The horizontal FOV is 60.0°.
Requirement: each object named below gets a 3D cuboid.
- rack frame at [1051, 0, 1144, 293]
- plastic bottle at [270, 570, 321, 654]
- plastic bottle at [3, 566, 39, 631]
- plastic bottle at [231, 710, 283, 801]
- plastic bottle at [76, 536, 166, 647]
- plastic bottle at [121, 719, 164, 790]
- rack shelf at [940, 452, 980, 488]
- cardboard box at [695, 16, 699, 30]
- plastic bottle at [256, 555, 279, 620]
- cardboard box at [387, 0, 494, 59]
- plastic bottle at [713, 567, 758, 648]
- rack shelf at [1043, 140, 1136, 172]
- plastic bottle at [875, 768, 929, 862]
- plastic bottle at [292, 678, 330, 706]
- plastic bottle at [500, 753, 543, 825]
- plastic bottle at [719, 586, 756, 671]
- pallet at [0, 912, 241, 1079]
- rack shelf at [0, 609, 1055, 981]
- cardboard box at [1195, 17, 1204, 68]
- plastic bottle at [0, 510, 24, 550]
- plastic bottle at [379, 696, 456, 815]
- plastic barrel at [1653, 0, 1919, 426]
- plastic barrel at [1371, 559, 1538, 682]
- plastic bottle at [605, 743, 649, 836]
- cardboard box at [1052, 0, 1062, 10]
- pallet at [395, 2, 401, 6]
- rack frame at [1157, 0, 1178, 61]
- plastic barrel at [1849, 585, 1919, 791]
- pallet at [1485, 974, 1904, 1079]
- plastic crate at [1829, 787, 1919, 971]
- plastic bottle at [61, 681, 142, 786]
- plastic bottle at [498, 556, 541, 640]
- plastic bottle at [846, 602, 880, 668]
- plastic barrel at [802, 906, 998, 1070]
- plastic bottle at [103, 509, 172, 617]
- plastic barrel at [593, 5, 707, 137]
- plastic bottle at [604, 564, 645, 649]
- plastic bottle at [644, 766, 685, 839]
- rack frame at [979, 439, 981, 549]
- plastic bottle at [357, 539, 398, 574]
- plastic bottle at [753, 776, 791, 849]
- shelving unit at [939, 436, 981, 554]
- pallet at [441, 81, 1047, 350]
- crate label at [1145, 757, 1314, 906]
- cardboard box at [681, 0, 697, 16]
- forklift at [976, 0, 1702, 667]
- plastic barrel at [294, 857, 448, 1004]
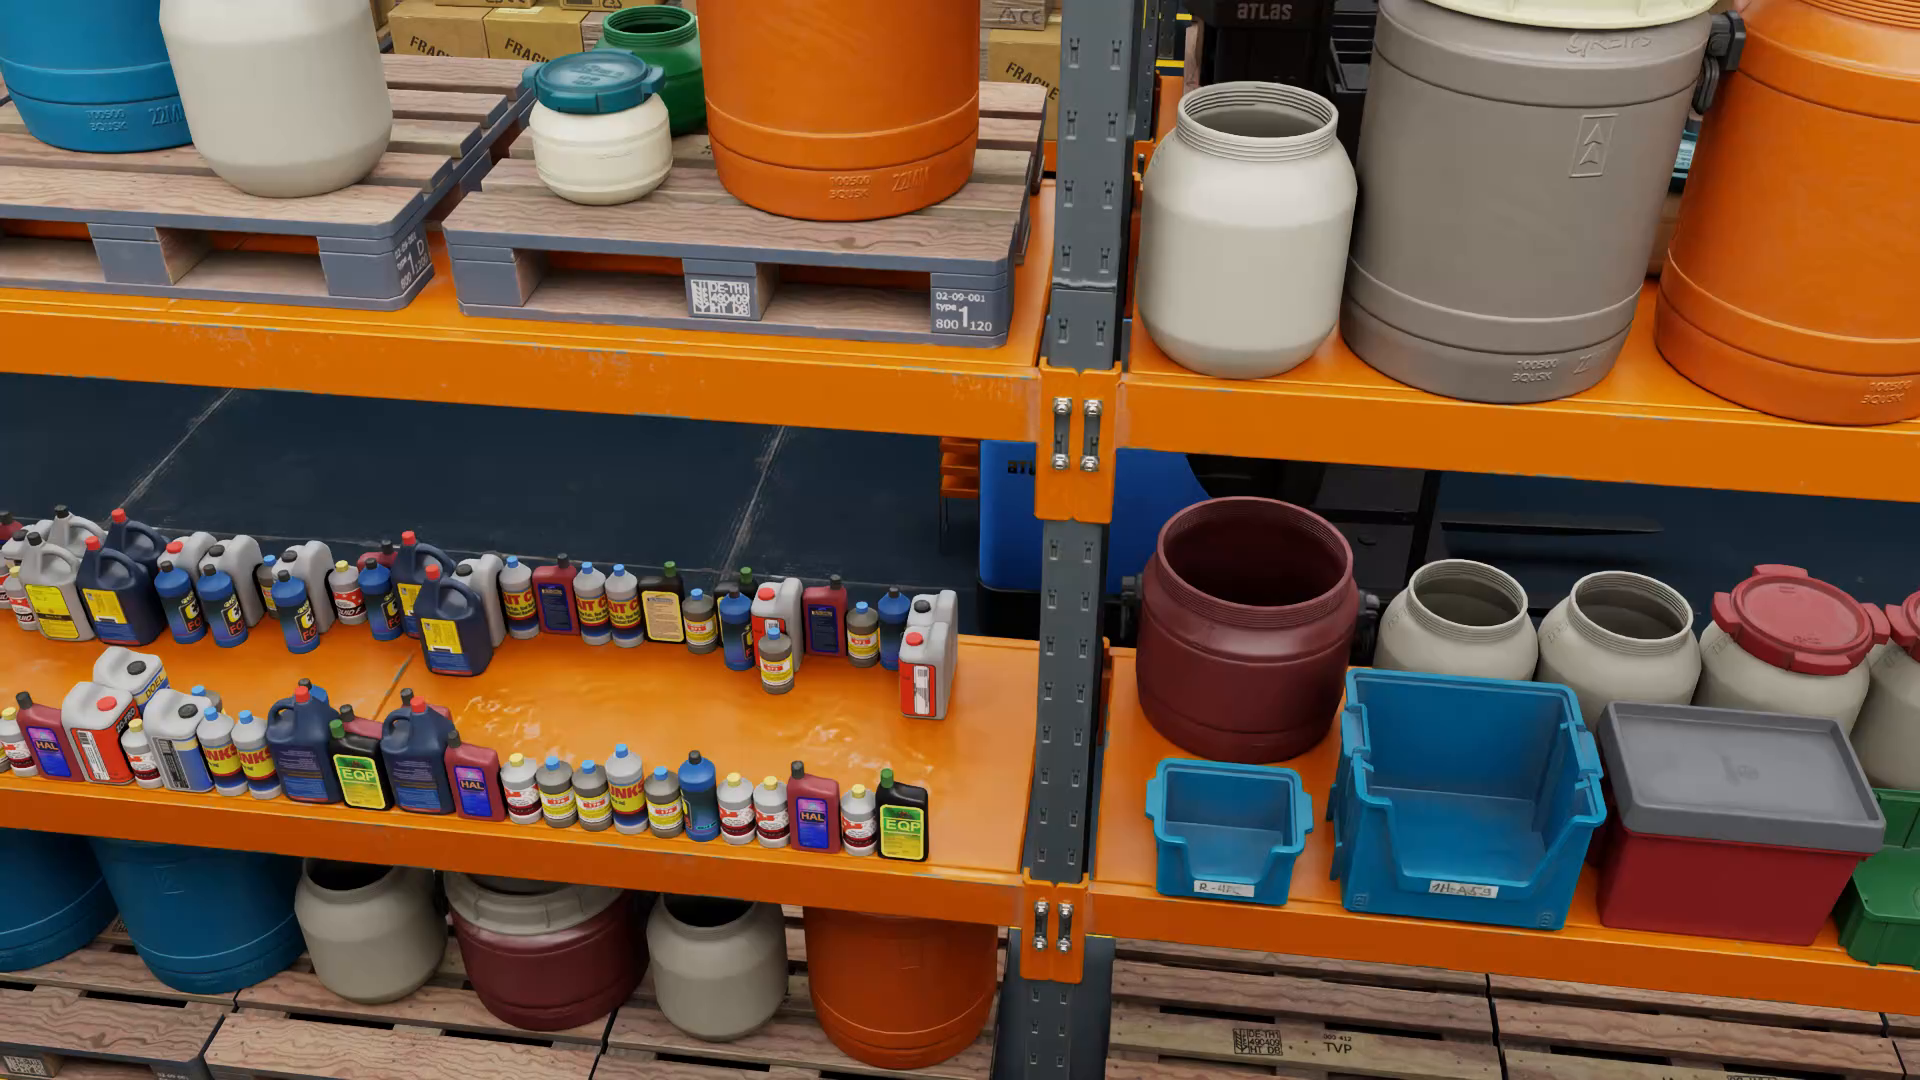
[{"bbox_3d":[0.307,-1.999,2.805,0.127,3.000,1.000,4,36,6],"label":"rack frame"},{"bbox_3d":[-2.000,0.207,4.989,0.097,0.271,0.097,0,36,0],"label":"plastic bottle"},{"bbox_3d":[-2.863,0.171,5.100,0.097,0.201,0.097,0,36,0],"label":"plastic bottle"},{"bbox_3d":[-1.893,0.570,4.480,0.097,0.271,0.097,0,36,0],"label":"plastic bottle"},{"bbox_3d":[-2.542,0.143,5.010,0.185,0.351,0.144,4,36,6],"label":"plastic bottle"},{"bbox_3d":[-2.220,0.574,4.534,0.097,0.201,0.097,0,36,0],"label":"plastic bottle"},{"bbox_3d":[0.014,-0.353,7.495,0.180,0.103,0.258,4,36,6],"label":"rack shelf"},{"bbox_3d":[-1.097,-2.461,8.530,0.500,0.500,0.500,5,36,7],"label":"cardboard box"},{"bbox_3d":[-2.114,0.138,5.146,0.097,0.201,0.097,0,36,0],"label":"plastic bottle"},{"bbox_3d":[-2.605,-2.570,8.682,0.500,0.500,0.500,4,36,6],"label":"cardboard box"},{"bbox_3d":[-0.667,0.201,4.986,0.133,0.283,0.061,4,36,6],"label":"plastic bottle"},{"bbox_3d":[-1.046,-2.266,8.963,4.000,0.370,1.077,4,36,6],"label":"rack shelf"},{"bbox_3d":[-0.149,0.706,4.279,0.133,0.283,0.061,4,36,6],"label":"plastic bottle"},{"bbox_3d":[-1.778,0.494,4.586,0.097,0.271,0.097,0,36,0],"label":"plastic bottle"},{"bbox_3d":[-1.166,0.653,4.424,0.097,0.201,0.097,0,36,0],"label":"plastic bottle"},{"bbox_3d":[-0.659,0.253,4.924,0.097,0.271,0.097,0,36,0],"label":"plastic bottle"},{"bbox_3d":[-2.900,1.363,5.659,1.213,0.211,1.003,4,36,6],"label":"pallet"},{"bbox_3d":[-1.677,0.587,4.964,4.000,0.370,1.077,4,36,6],"label":"rack shelf"},{"bbox_3d":[1.478,-2.606,8.372,0.500,0.500,0.500,0,36,0],"label":"cardboard box"},{"bbox_3d":[-2.993,0.028,5.229,0.133,0.283,0.061,4,36,6],"label":"plastic bottle"},{"bbox_3d":[-1.435,0.558,4.428,0.185,0.351,0.144,4,36,6],"label":"plastic bottle"},{"bbox_3d":[1.743,-0.719,3.223,0.708,0.830,0.600,4,36,6],"label":"plastic barrel"},{"bbox_3d":[1.354,0.350,4.581,0.421,0.512,0.421,0,36,0],"label":"plastic barrel"},{"bbox_3d":[-0.876,0.646,4.374,0.097,0.271,0.097,0,36,0],"label":"plastic bottle"},{"bbox_3d":[0.490,-2.645,8.787,0.500,0.500,0.500,5,36,7],"label":"cardboard box"},{"bbox_3d":[-4.182,-4.541,13.930,1.213,0.211,1.003,4,36,6],"label":"pallet"},{"bbox_3d":[1.670,-5.262,12.540,0.127,3.000,1.000,4,36,6],"label":"rack frame"},{"bbox_3d":[2.626,0.432,4.446,0.433,0.535,0.433,0,36,0],"label":"plastic barrel"},{"bbox_3d":[2.277,1.749,5.118,1.213,0.211,1.003,4,36,6],"label":"pallet"},{"bbox_3d":[2.511,0.859,4.147,0.662,0.188,0.450,4,36,6],"label":"plastic crate"},{"bbox_3d":[-2.332,0.519,4.547,0.135,0.276,0.152,4,36,6],"label":"plastic bottle"},{"bbox_3d":[-1.338,0.167,5.045,0.097,0.271,0.097,0,36,0],"label":"plastic bottle"},{"bbox_3d":[-0.289,0.274,4.955,0.097,0.201,0.097,0,36,0],"label":"plastic bottle"},{"bbox_3d":[-0.180,1.129,5.093,0.708,0.830,0.600,4,36,6],"label":"plastic barrel"},{"bbox_3d":[-2.524,0.060,5.126,0.185,0.351,0.144,4,36,6],"label":"plastic bottle"},{"bbox_3d":[-0.715,-1.097,3.895,0.294,0.245,0.294,0,36,0],"label":"plastic barrel"},{"bbox_3d":[-1.013,0.191,5.011,0.097,0.271,0.097,0,36,0],"label":"plastic bottle"},{"bbox_3d":[-0.779,0.682,4.384,0.097,0.201,0.097,0,36,0],"label":"plastic bottle"},{"bbox_3d":[0.105,-0.481,7.390,0.006,1.200,0.240,4,36,6],"label":"rack frame"},{"bbox_3d":[-1.767,0.119,5.101,0.133,0.283,0.061,4,36,6],"label":"plastic bottle"},{"bbox_3d":[-0.490,0.703,4.354,0.097,0.201,0.097,0,36,0],"label":"plastic bottle"},{"bbox_3d":[0.014,-0.487,7.400,0.189,1.200,0.258,4,36,6],"label":"shelving unit"},{"bbox_3d":[-0.439,-0.814,3.889,1.213,0.211,1.003,4,36,6],"label":"pallet"},{"bbox_3d":[0.677,0.758,4.250,0.416,0.233,0.303,4,36,6],"label":"crate label"},{"bbox_3d":[-1.097,-3.019,8.449,0.637,0.503,0.797,5,36,7],"label":"cardboard box"},{"bbox_3d":[1.613,-0.967,6.581,3.031,2.935,1.130,3,36,4],"label":"forklift"},{"bbox_3d":[-1.872,1.184,5.289,0.421,0.512,0.421,0,36,0],"label":"plastic barrel"}]
